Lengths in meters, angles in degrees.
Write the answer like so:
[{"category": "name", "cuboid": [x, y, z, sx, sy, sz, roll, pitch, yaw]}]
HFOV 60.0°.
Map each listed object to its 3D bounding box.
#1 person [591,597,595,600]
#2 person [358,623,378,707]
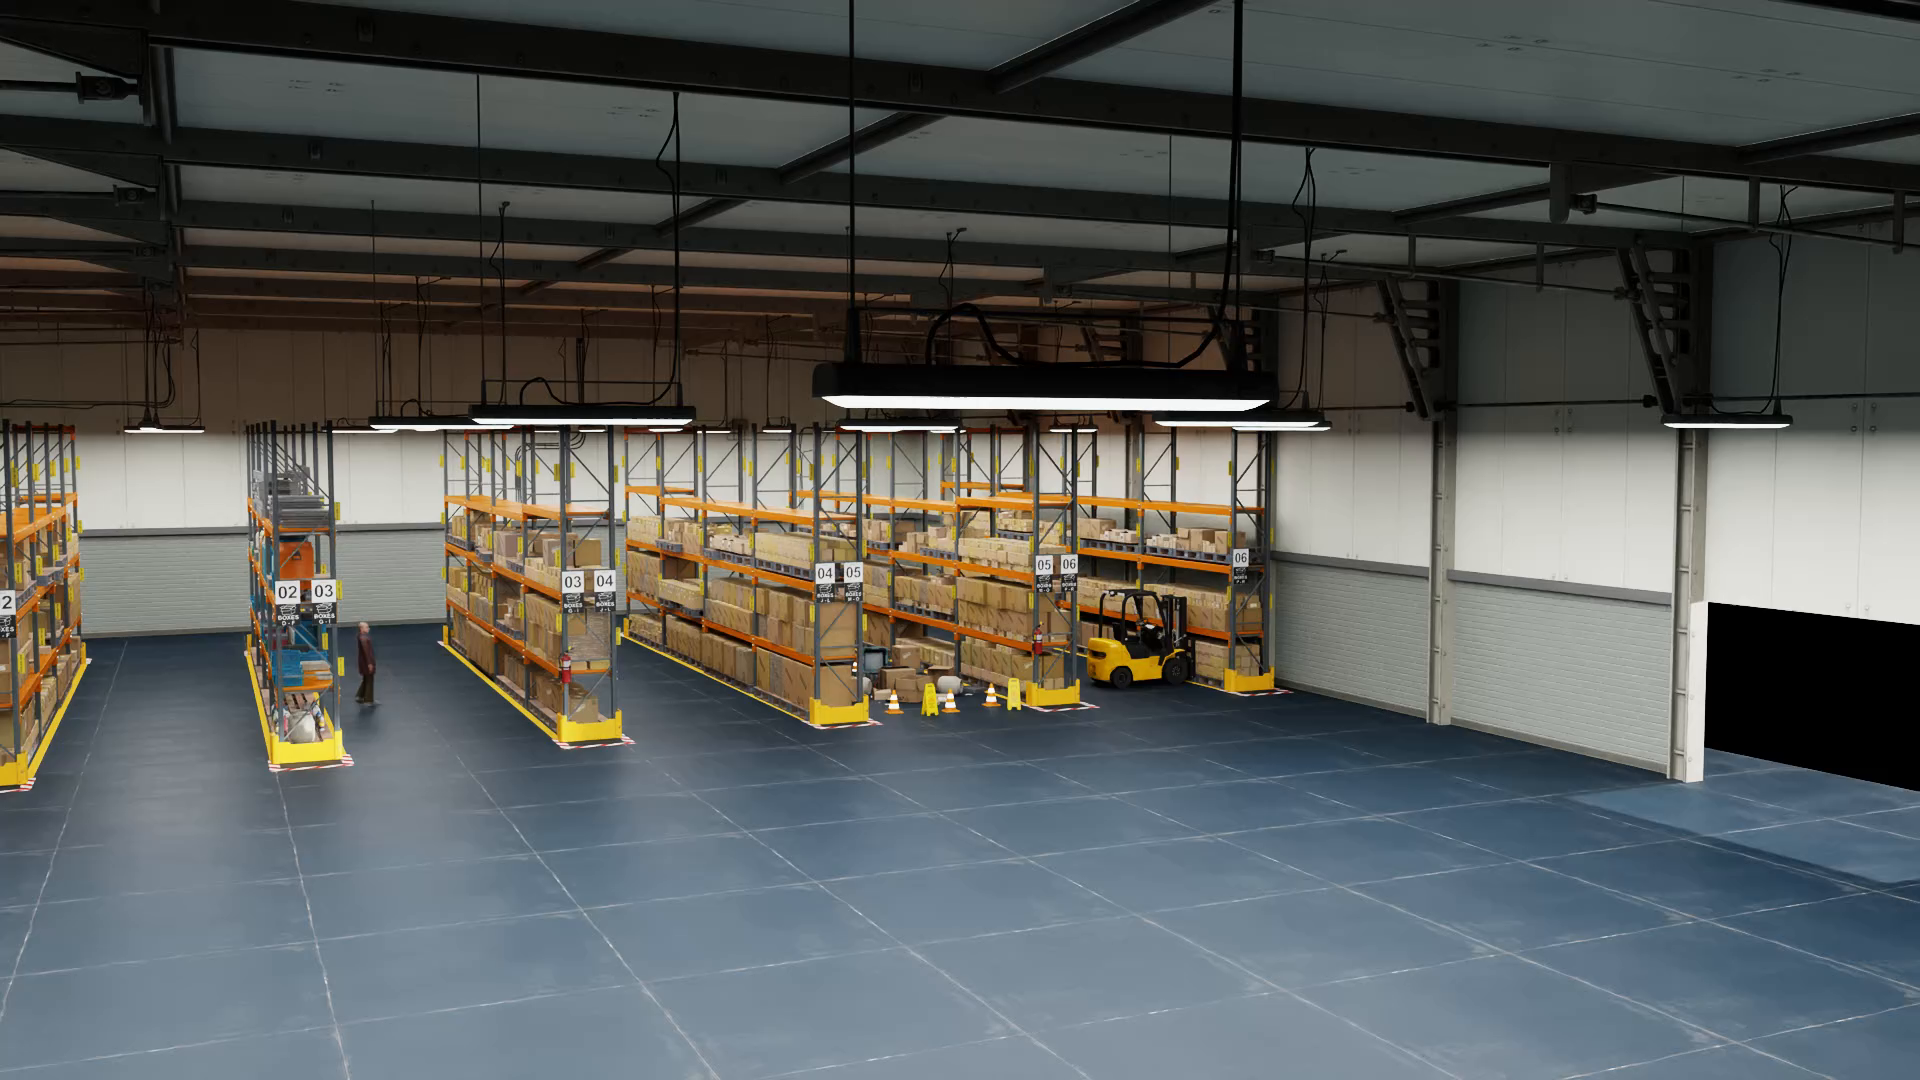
[{"category": "person", "cuboid": [-9.916, 2.019, 45.599, 0.552, 1.713, 0.938, -2, 4, -28]}, {"category": "person", "cuboid": [-12.551, 2.639, 35.212, 0.479, 1.782, 0.672, 0, 4, -4]}]
